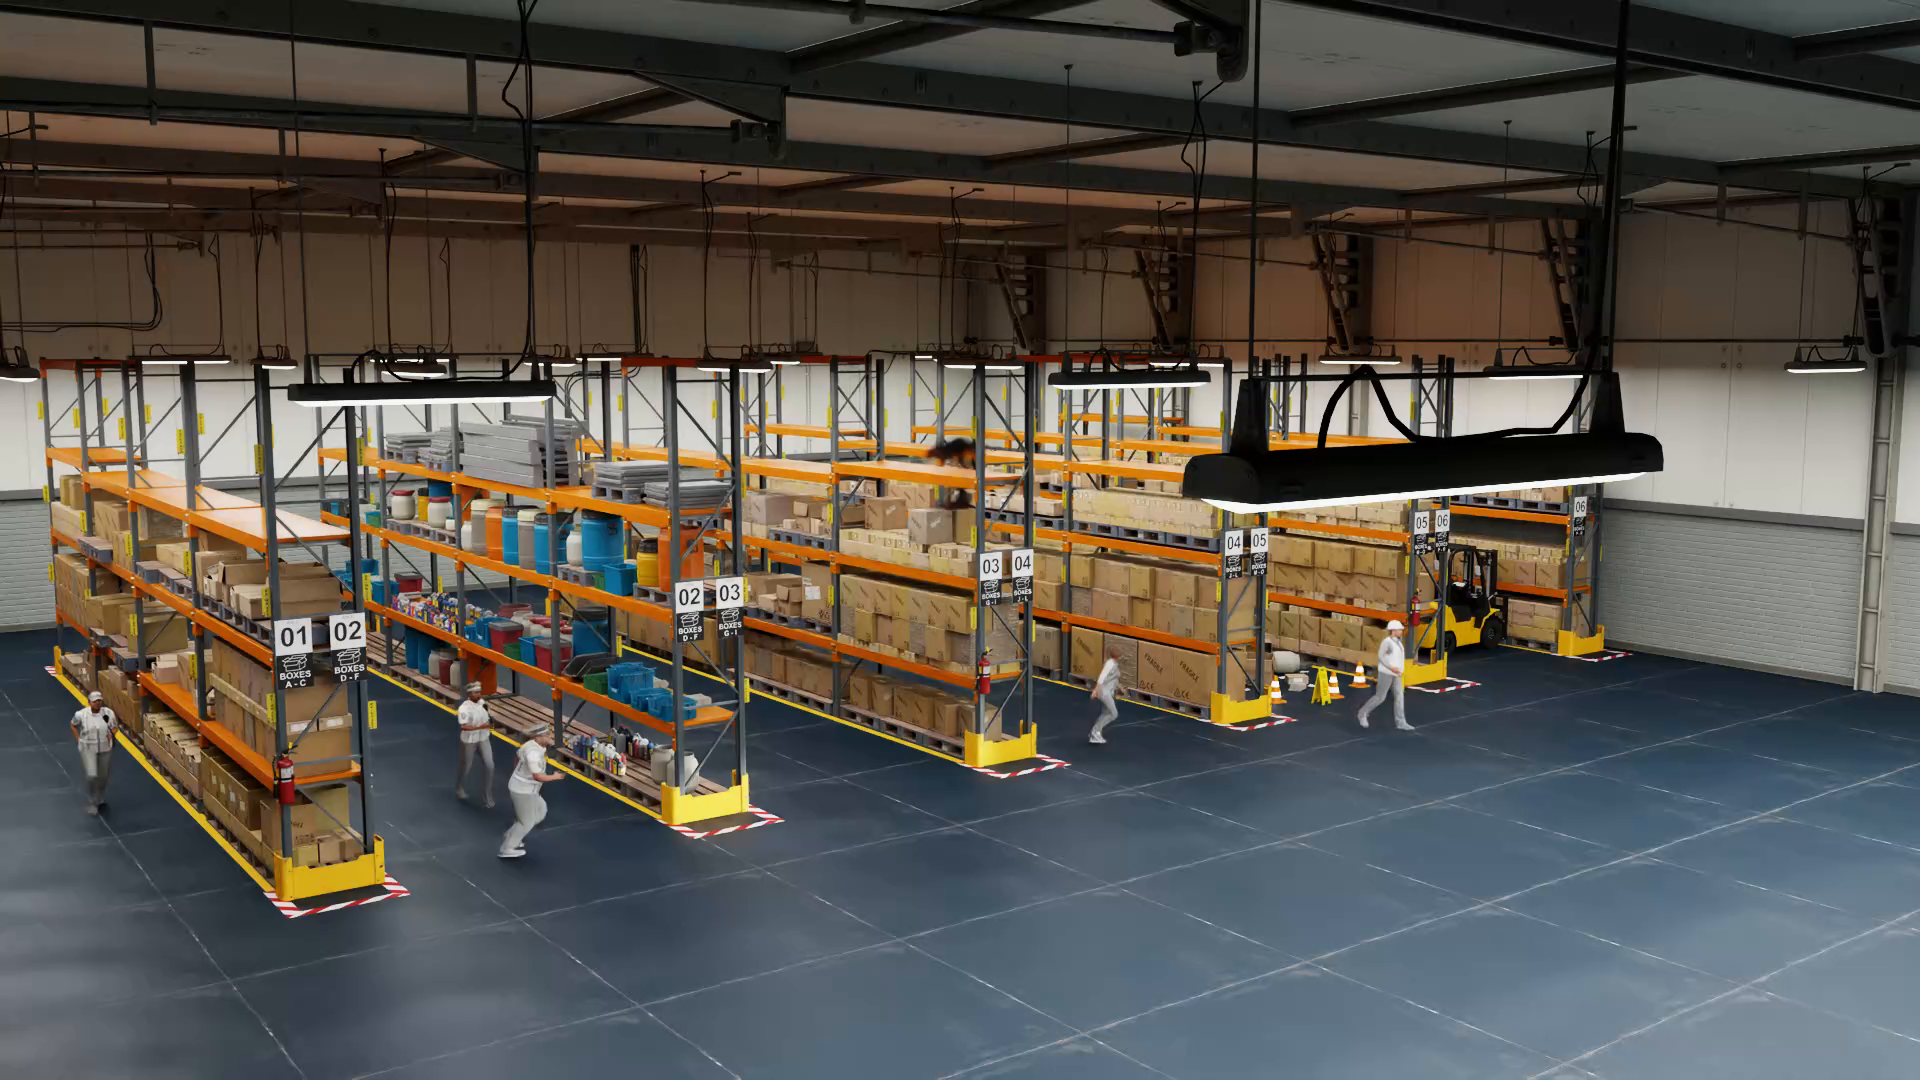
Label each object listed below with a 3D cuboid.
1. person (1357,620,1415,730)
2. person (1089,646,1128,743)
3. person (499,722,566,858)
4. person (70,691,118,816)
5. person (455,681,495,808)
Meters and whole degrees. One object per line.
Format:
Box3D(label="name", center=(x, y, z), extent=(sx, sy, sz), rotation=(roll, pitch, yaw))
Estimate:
Box3D(label="person", center=(7.018, 2.179, 27.058), extent=(0.933, 1.753, 0.689), rotation=(6, 9, 39))
Box3D(label="person", center=(2.326, 2.433, 26.152), extent=(0.588, 1.546, 0.560), rotation=(1, 7, 10))
Box3D(label="person", center=(-5.276, 3.058, 20.465), extent=(0.830, 1.659, 0.674), rotation=(-2, 7, -17))
Box3D(label="person", center=(-11.617, 2.855, 22.378), extent=(0.527, 1.675, 0.784), rotation=(-6, 9, -40))
Box3D(label="person", center=(-6.633, 2.774, 22.700), extent=(0.847, 1.750, 0.523), rotation=(7, 9, 43))
